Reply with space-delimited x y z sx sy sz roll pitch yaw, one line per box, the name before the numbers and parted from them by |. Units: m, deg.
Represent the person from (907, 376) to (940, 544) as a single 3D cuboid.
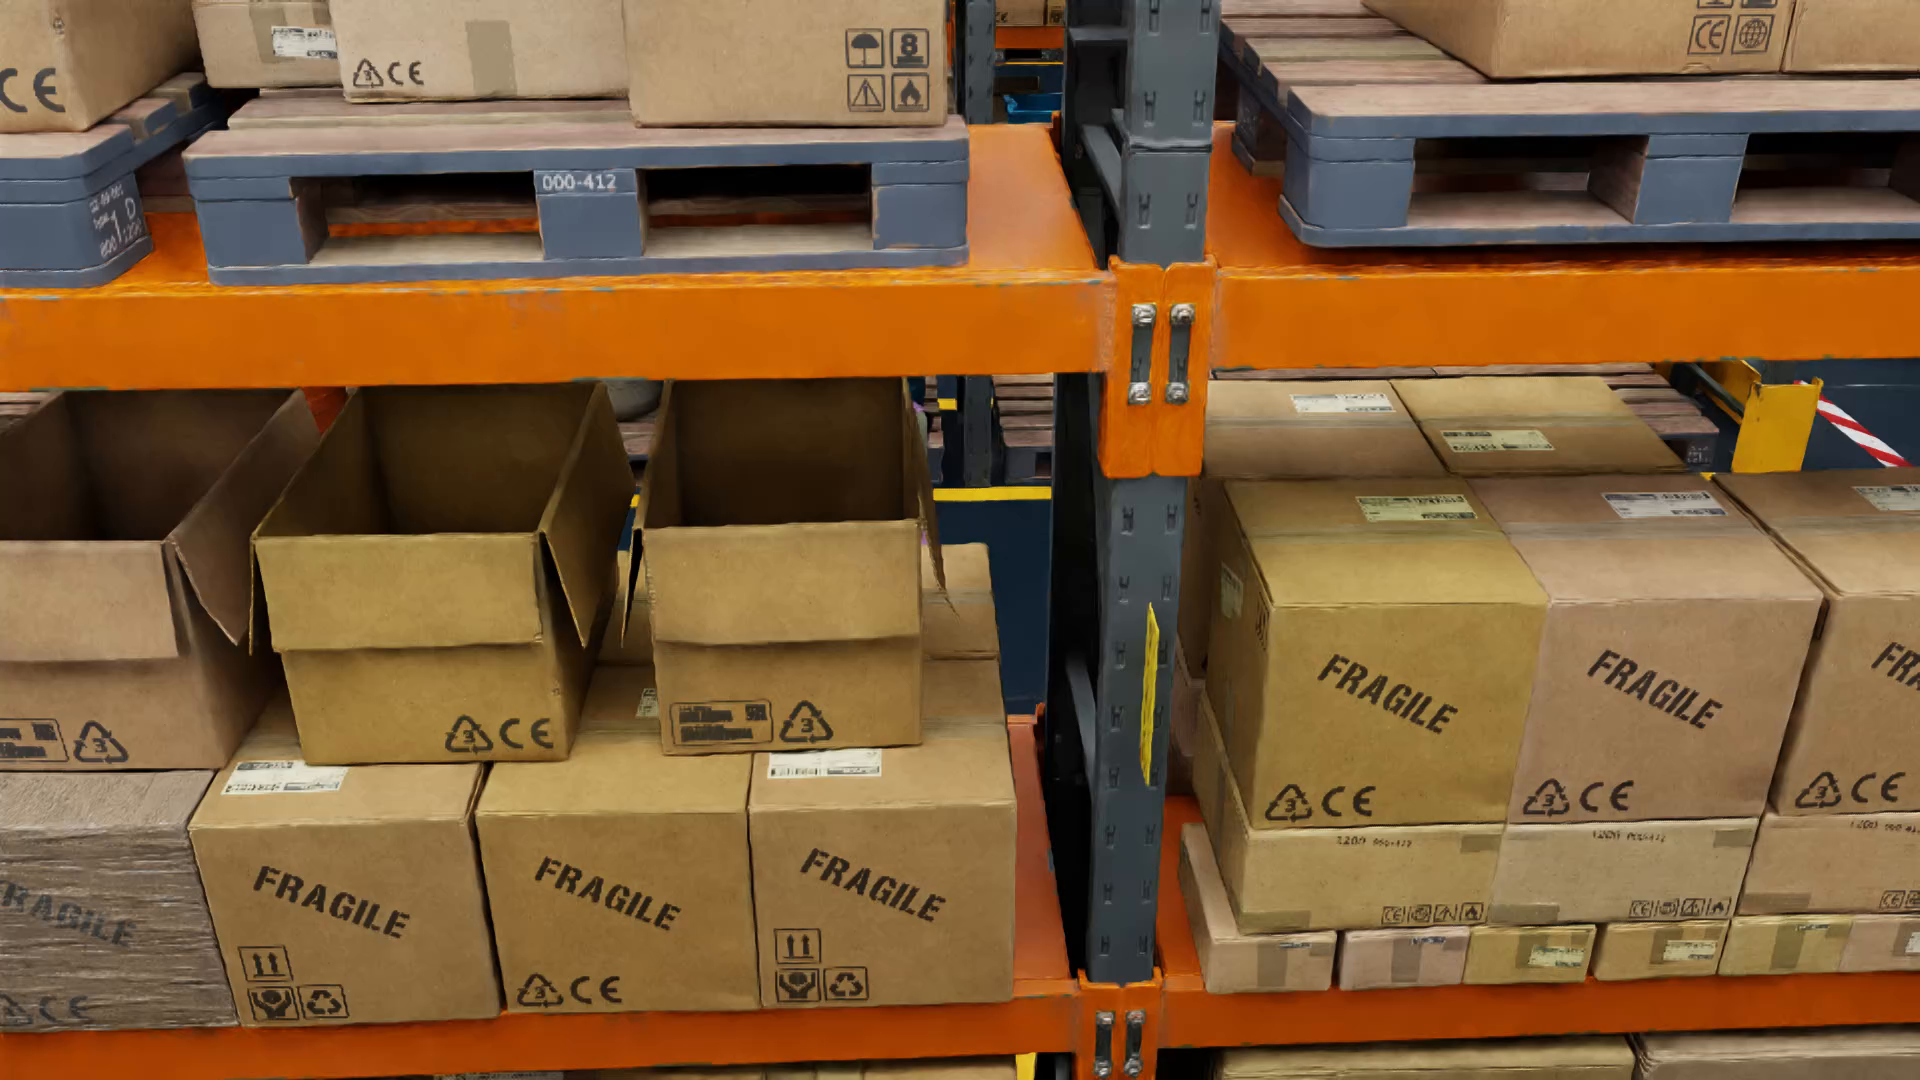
person | -0.253 -0.010 6.115 0.515 1.595 0.538 25 37 38
